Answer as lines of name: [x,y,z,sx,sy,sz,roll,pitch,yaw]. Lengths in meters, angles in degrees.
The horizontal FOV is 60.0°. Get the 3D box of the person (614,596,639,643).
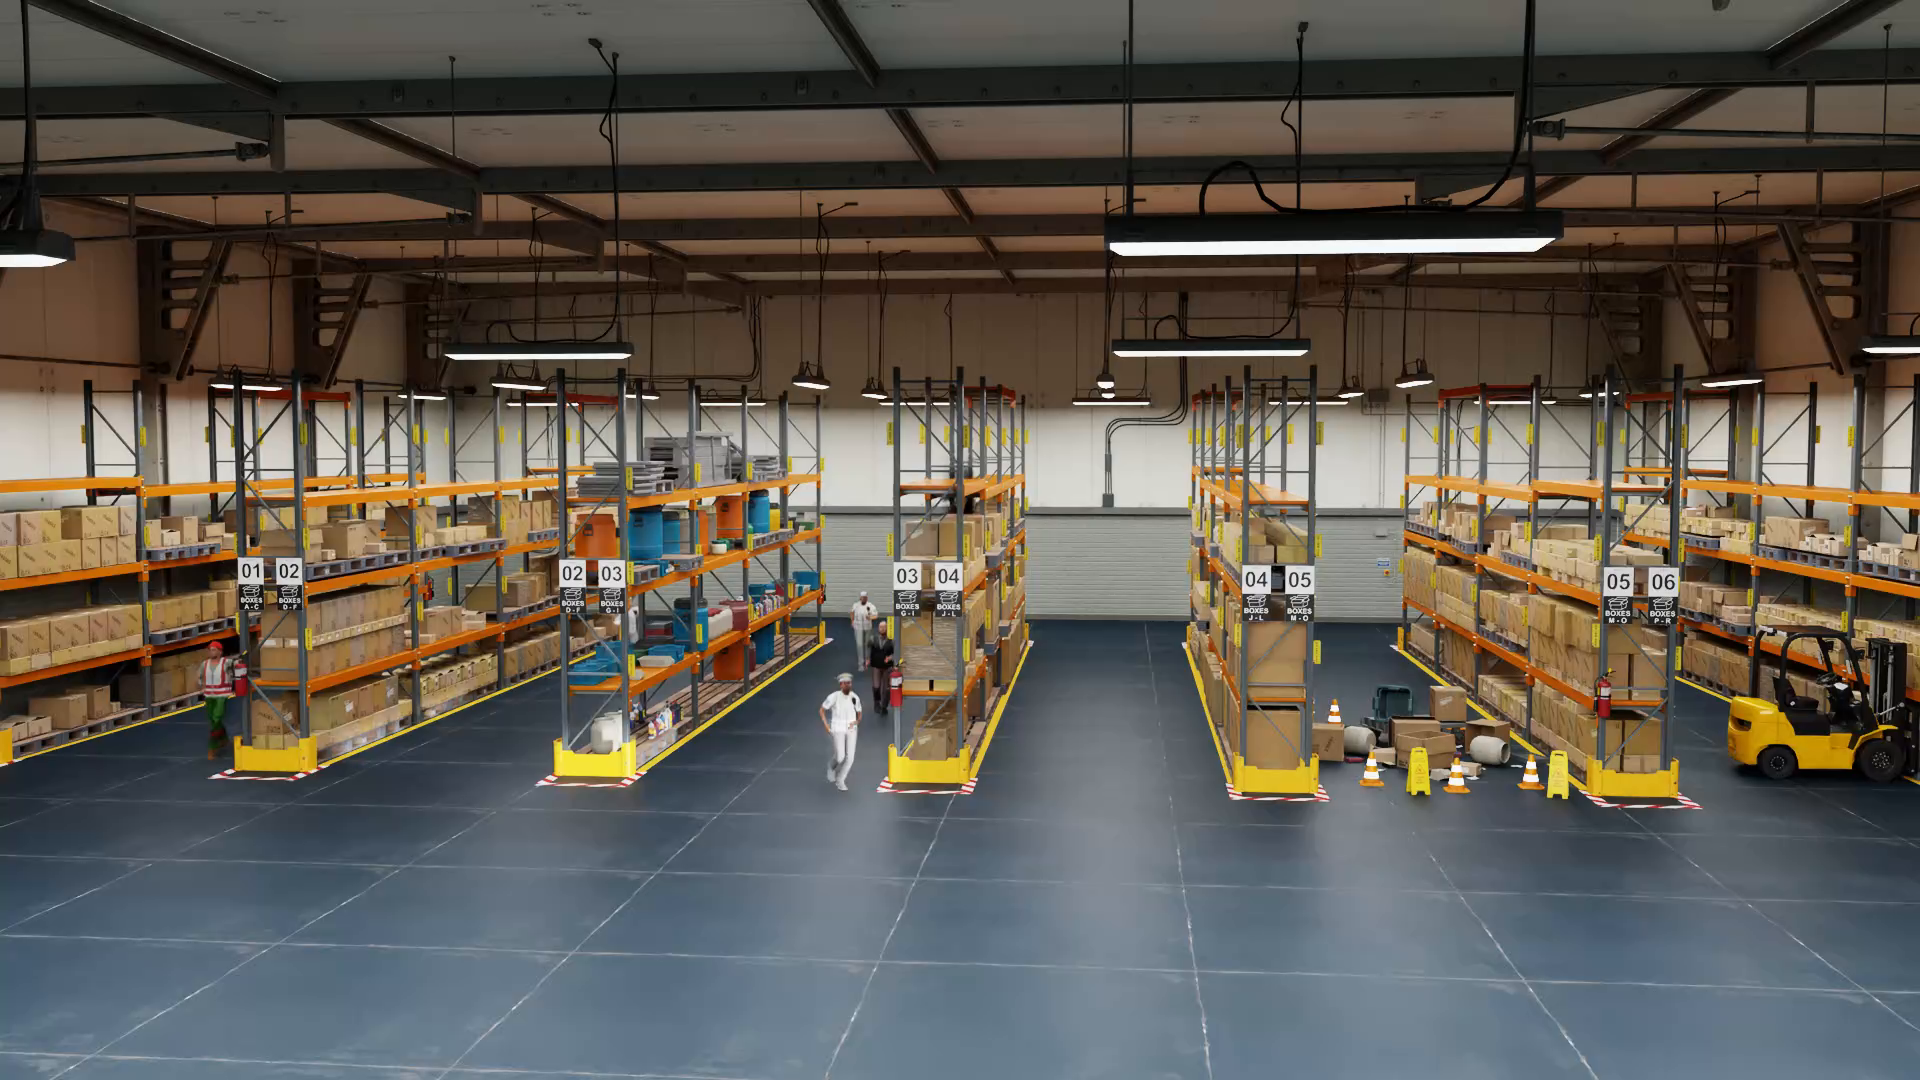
person: [-6.914,1.975,34.755,0.612,1.702,0.920,0,4,-8]

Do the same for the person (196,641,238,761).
person: [-11.669,2.495,26.124,0.669,1.812,0.893,0,4,5]

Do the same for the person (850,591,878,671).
person: [-2.060,1.930,35.694,0.599,1.668,0.919,0,4,-3]

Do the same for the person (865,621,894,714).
person: [-1.399,2.334,29.797,0.630,1.596,0.733,0,4,-1]

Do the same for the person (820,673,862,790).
person: [-1.659,2.716,23.638,0.587,1.659,0.511,-2,4,-24]
